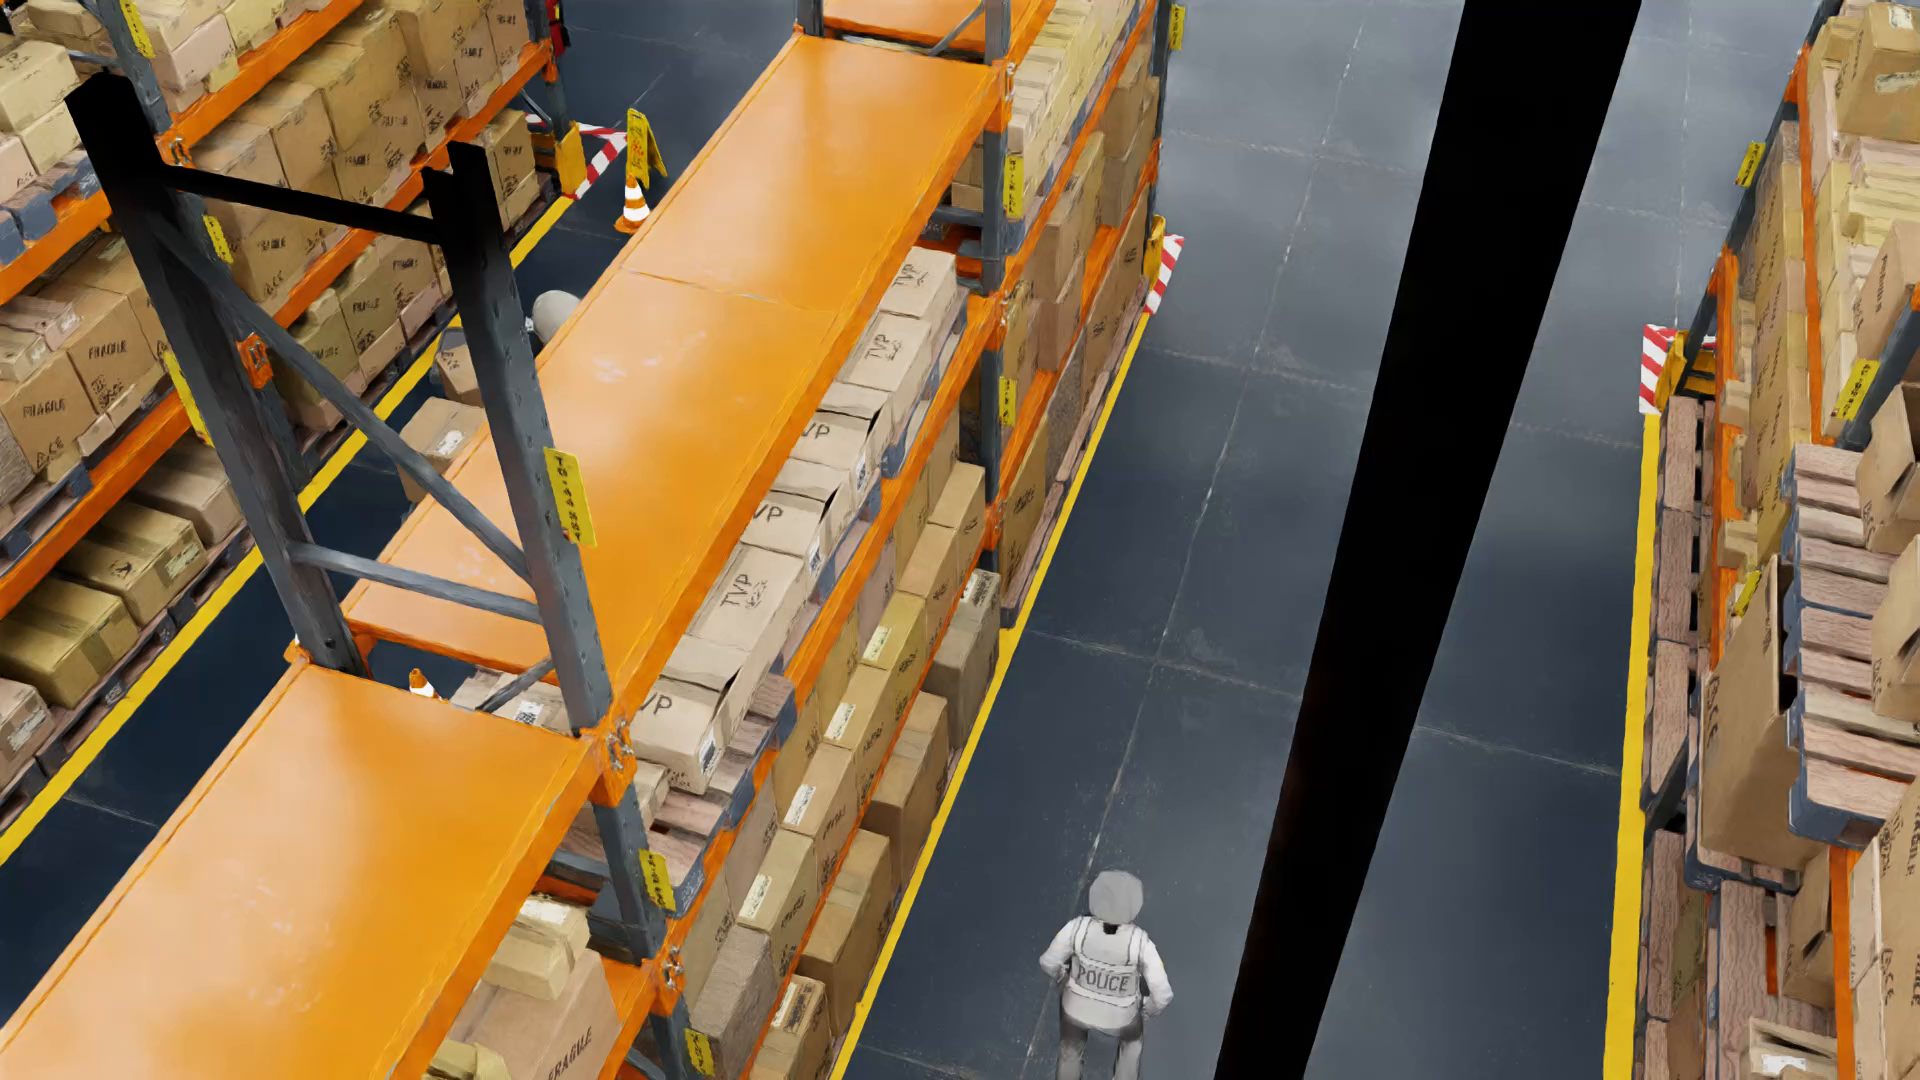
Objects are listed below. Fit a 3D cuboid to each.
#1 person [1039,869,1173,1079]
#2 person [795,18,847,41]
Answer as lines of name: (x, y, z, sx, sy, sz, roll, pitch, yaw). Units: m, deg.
person: (0.676, 2.188, 7.869, 0.639, 1.632, 0.511, 12, 47, 11)
person: (-1.236, -4.155, 13.963, 0.711, 1.786, 0.551, -8, 46, -8)
